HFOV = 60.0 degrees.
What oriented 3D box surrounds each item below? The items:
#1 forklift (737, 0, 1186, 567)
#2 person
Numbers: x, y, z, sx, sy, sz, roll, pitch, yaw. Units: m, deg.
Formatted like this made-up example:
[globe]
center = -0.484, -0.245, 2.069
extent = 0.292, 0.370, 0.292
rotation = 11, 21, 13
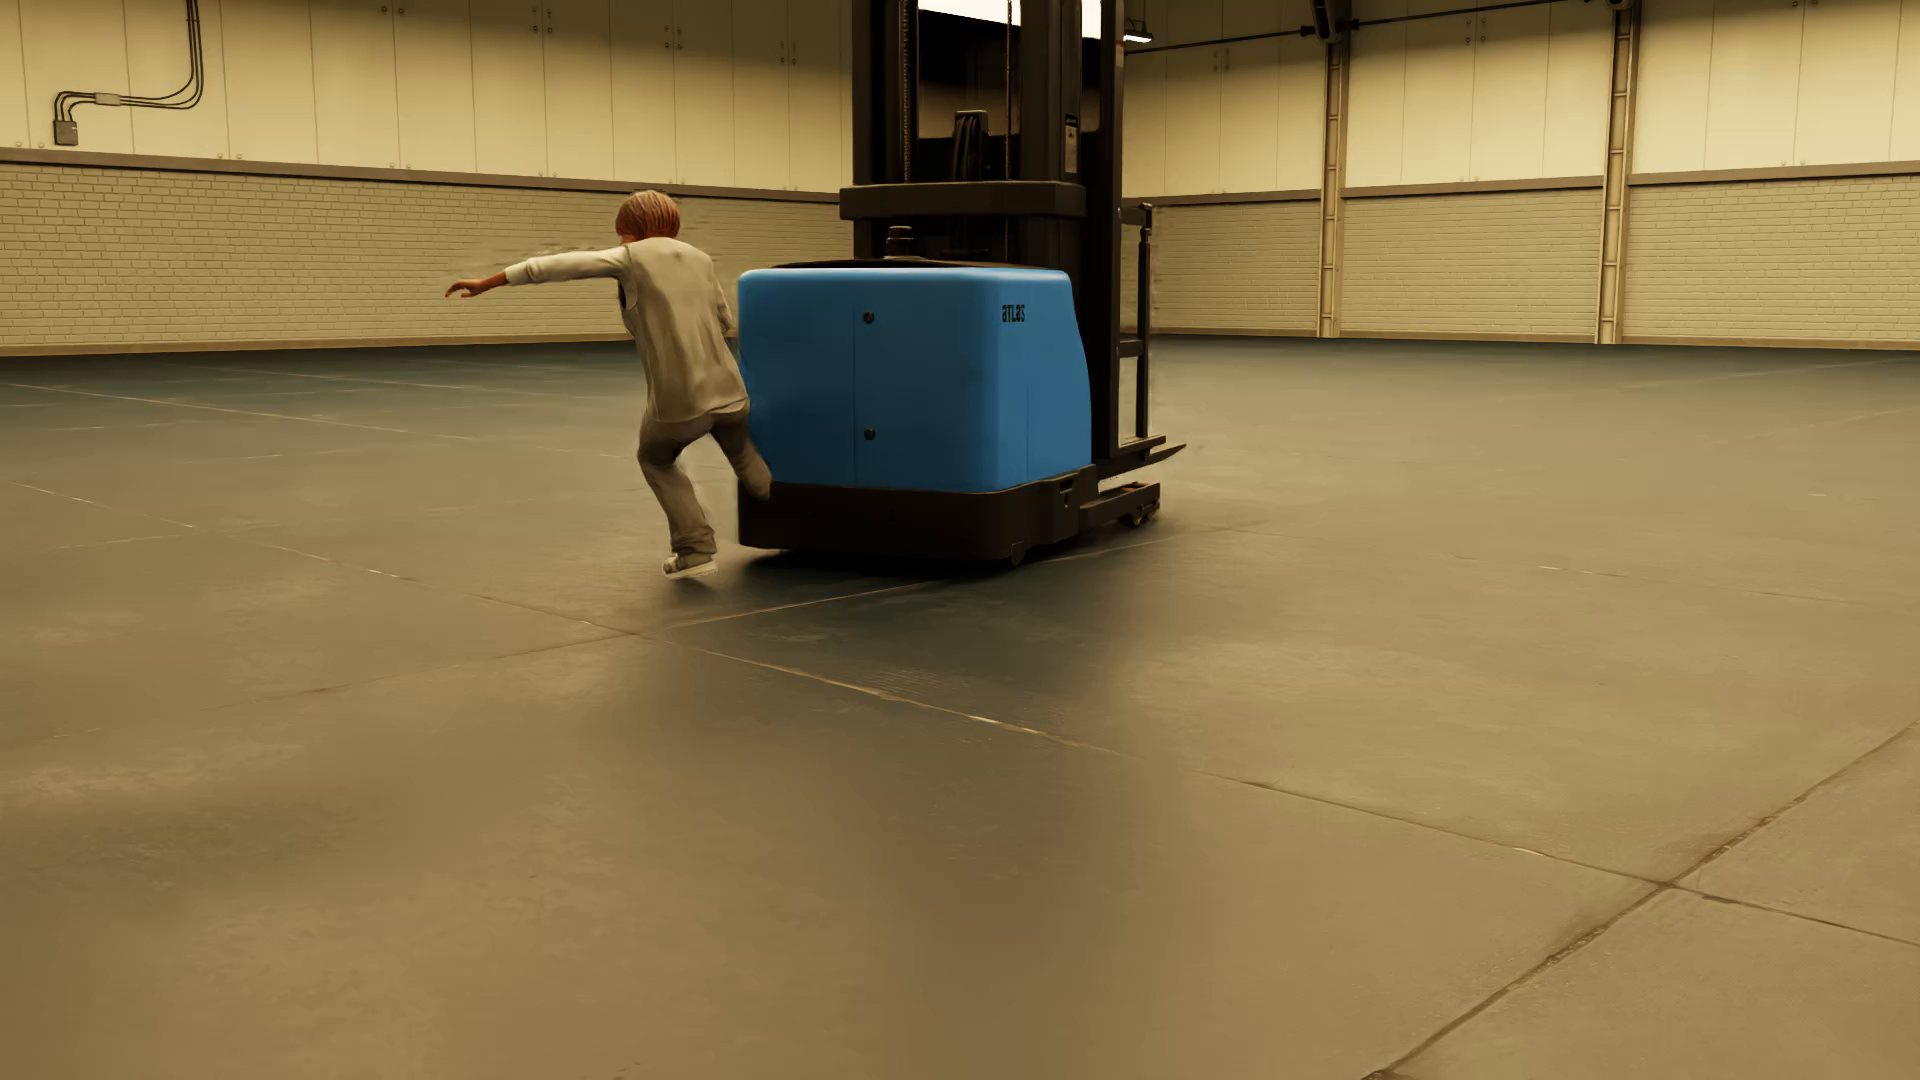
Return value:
[forklift]
center = 0.235, -1.534, 7.062
extent = 1.130, 2.935, 3.031
rotation = 4, 9, 23
[person]
center = -1.031, -0.529, 5.774
extent = 1.309, 1.332, 0.723
rotation = -7, 11, -41
